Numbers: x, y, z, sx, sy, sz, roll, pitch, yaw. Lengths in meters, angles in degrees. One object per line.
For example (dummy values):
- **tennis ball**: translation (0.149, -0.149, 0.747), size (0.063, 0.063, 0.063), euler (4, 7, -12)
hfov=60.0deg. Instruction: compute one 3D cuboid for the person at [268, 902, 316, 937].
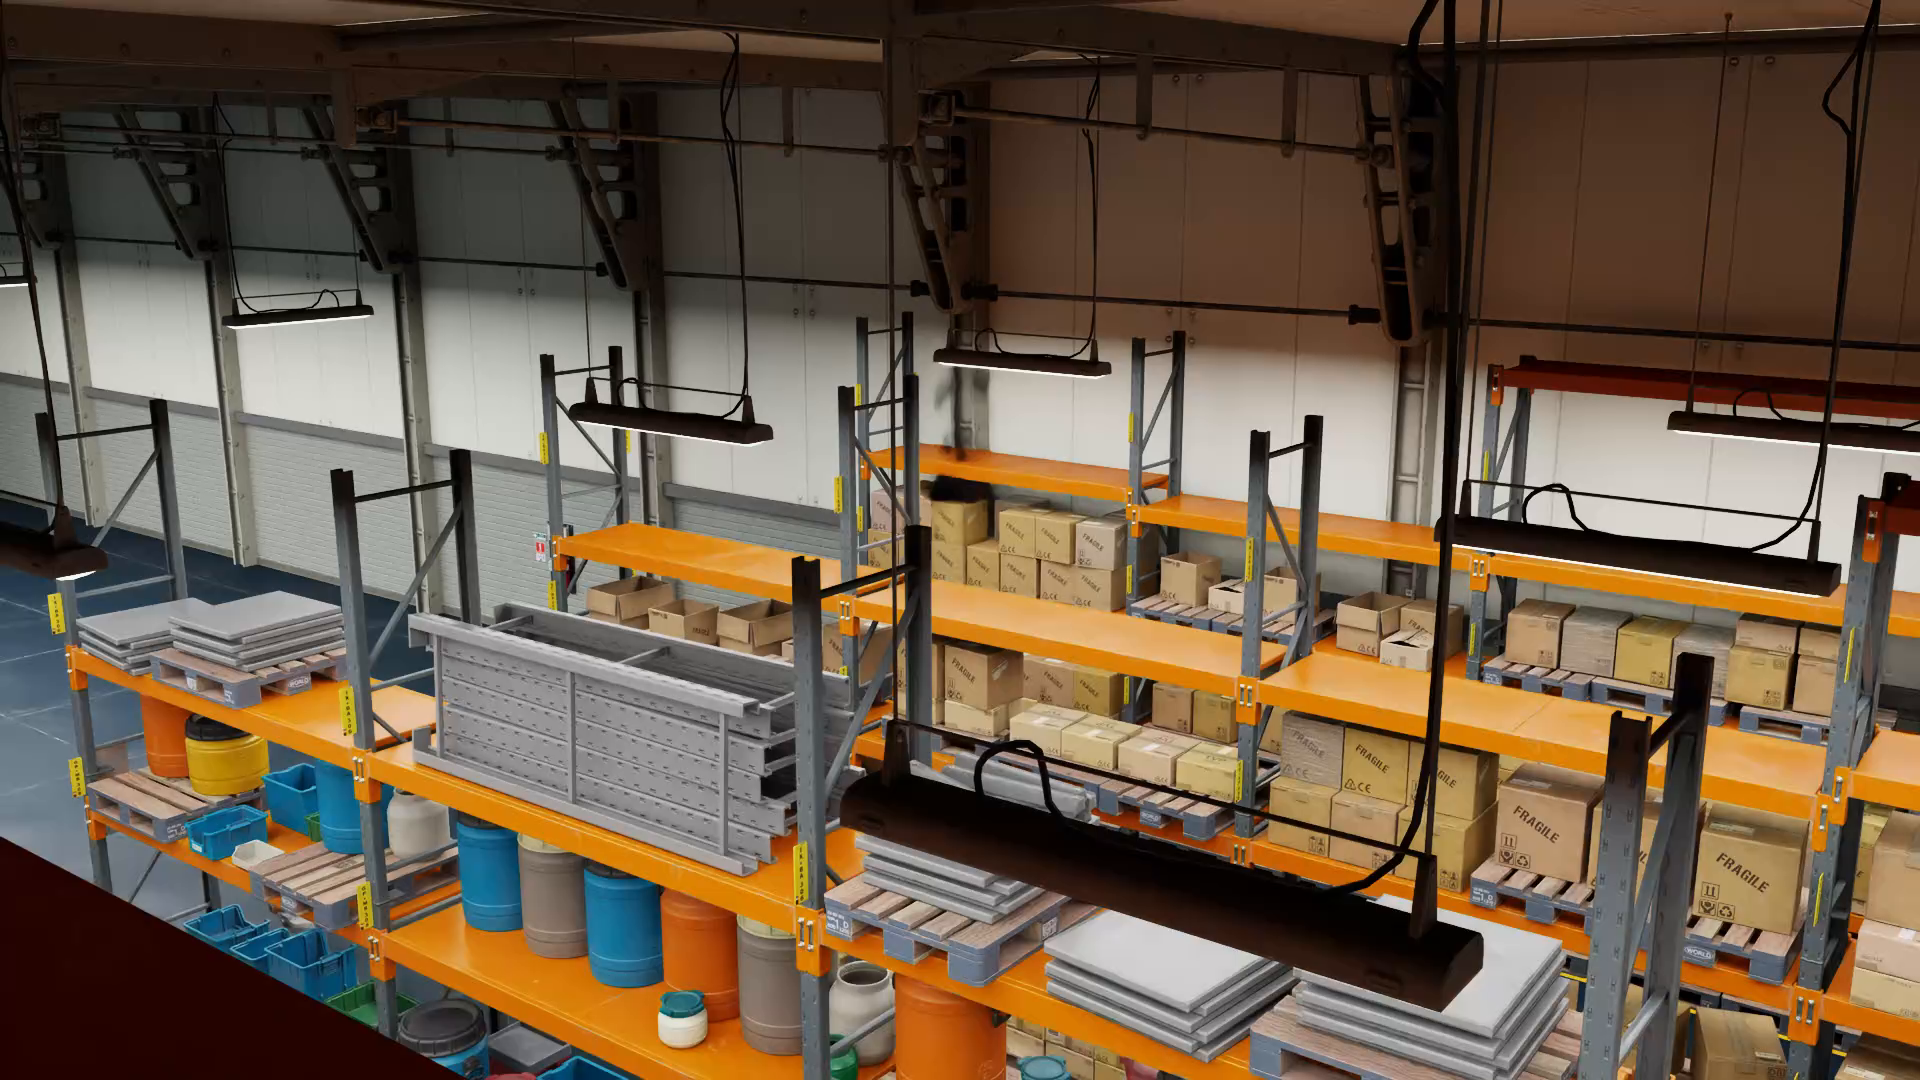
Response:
- **person**: translation (-6.273, 3.665, 15.909), size (0.793, 1.704, 0.646), euler (3, 13, 12)
